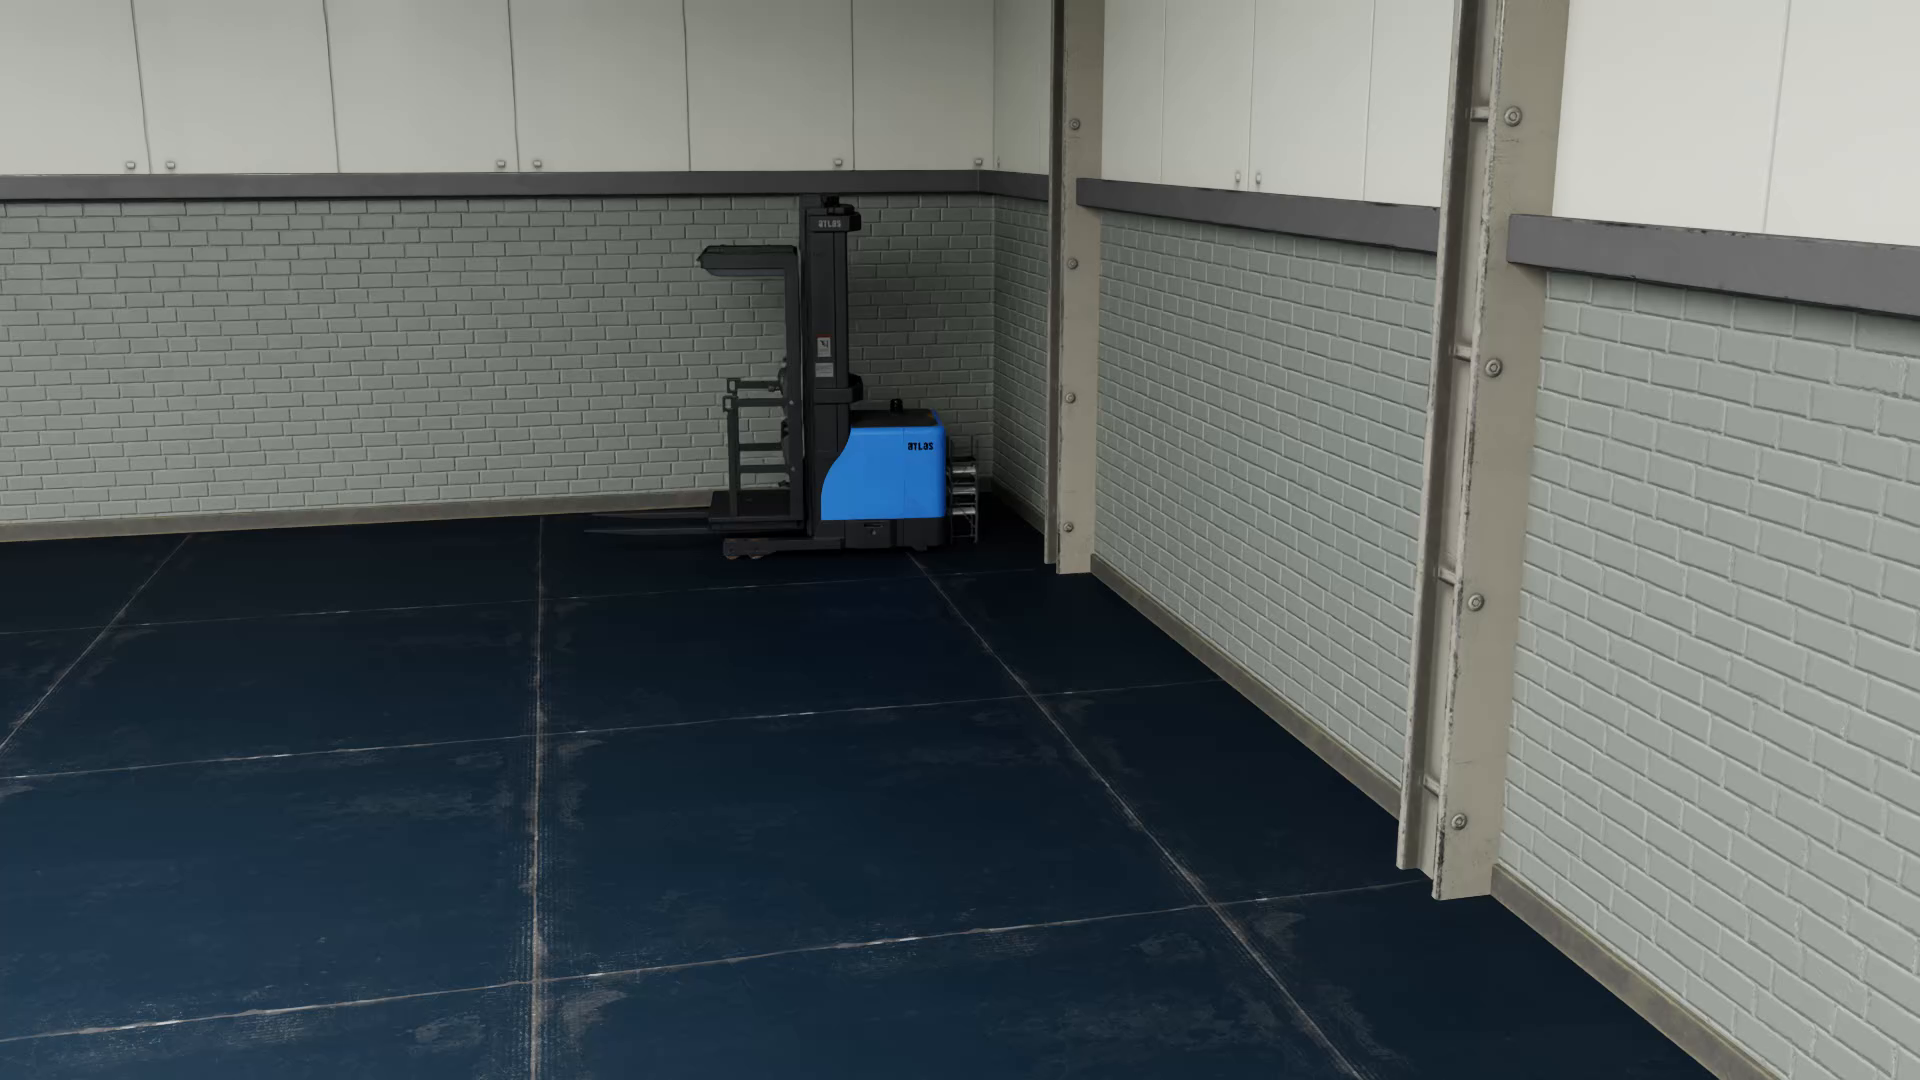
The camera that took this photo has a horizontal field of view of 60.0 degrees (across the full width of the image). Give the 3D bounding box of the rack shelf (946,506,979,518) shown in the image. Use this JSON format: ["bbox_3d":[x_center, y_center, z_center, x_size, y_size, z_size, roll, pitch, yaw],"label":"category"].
[{"bbox_3d":[0.016,-0.228,14.362,0.258,0.077,0.200,-2,14,-10],"label":"rack shelf"}]

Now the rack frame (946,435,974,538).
[{"bbox_3d":[-0.002,-0.459,14.409,0.240,0.900,0.006,-2,14,-10],"label":"rack frame"}]

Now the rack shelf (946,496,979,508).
[{"bbox_3d":[0.016,-0.315,14.341,0.258,0.077,0.200,-2,14,-10],"label":"rack shelf"}]

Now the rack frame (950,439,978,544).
[{"bbox_3d":[0.035,-0.412,14.214,0.240,0.900,0.006,-2,14,-10],"label":"rack frame"}]

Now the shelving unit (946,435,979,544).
[{"bbox_3d":[0.016,-0.435,14.311,0.258,0.900,0.210,-2,14,-10],"label":"shelving unit"}]

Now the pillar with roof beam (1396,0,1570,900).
[{"bbox_3d":[-1.888,-2.529,5.816,9.100,9.000,0.400,-3,14,-13],"label":"pillar with roof beam"}]

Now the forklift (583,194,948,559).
[{"bbox_3d":[-1.651,-1.395,13.962,3.031,2.935,1.130,-1,14,-6],"label":"forklift"}]

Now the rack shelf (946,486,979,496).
[{"bbox_3d":[0.016,-0.403,14.319,0.258,0.077,0.200,-2,14,-10],"label":"rack shelf"}]

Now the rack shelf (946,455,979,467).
[{"bbox_3d":[0.017,-0.665,14.255,0.258,0.077,0.200,-2,14,-10],"label":"rack shelf"}]

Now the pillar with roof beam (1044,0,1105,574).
[{"bbox_3d":[-3.297,-3.913,11.482,9.100,9.000,0.400,-3,14,-13],"label":"pillar with roof beam"}]

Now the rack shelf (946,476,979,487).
[{"bbox_3d":[0.017,-0.490,14.298,0.258,0.077,0.200,-2,14,-10],"label":"rack shelf"}]

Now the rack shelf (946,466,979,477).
[{"bbox_3d":[0.017,-0.578,14.277,0.258,0.077,0.200,-2,14,-10],"label":"rack shelf"}]
